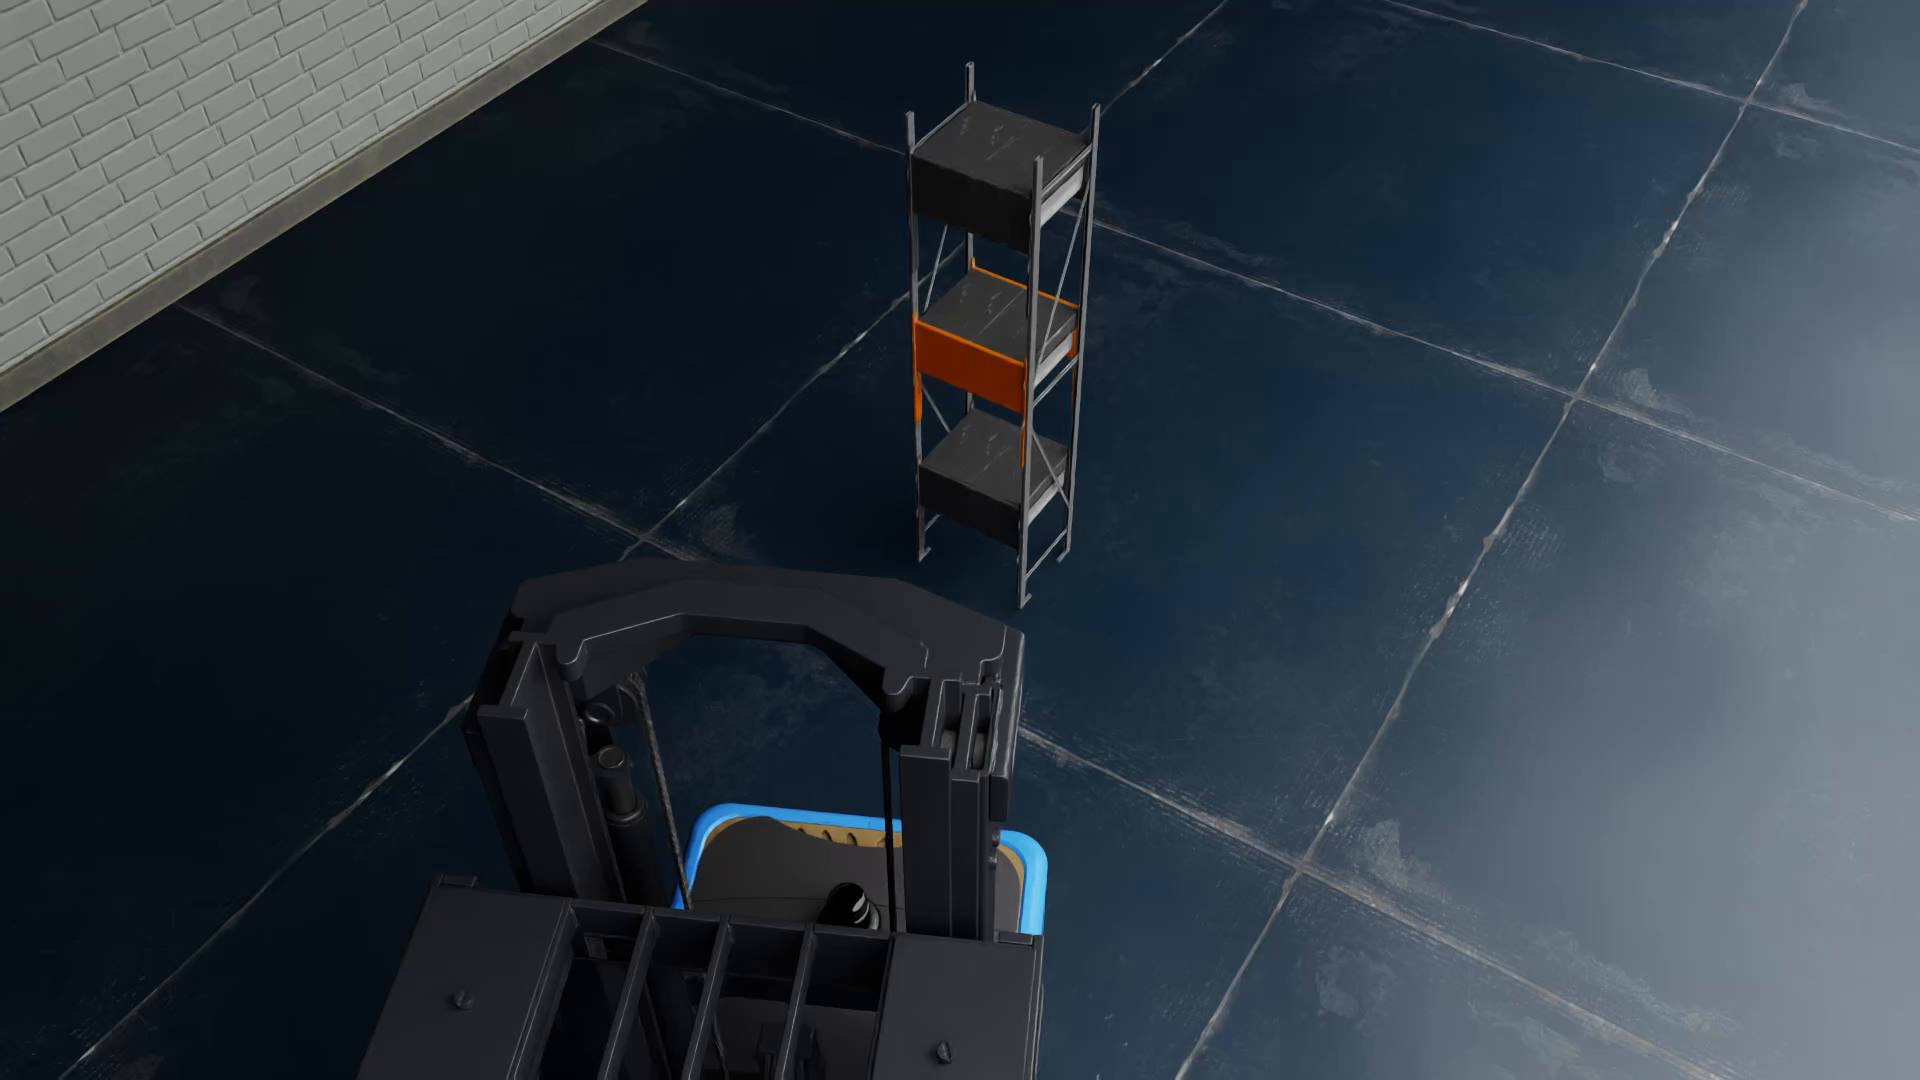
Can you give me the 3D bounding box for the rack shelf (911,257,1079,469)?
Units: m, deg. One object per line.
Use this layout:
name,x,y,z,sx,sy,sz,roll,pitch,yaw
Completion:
rack shelf,0.139,-0.658,6.166,0.480,0.518,0.431,25,51,22

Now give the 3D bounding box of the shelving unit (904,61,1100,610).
shelving unit,0.139,-0.668,6.157,0.503,2.100,0.431,25,51,22

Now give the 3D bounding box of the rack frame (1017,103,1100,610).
rack frame,0.345,-0.573,6.065,0.015,2.100,0.400,25,51,22

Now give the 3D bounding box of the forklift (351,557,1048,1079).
forklift,-0.428,1.564,3.408,1.130,2.935,3.031,5,46,5

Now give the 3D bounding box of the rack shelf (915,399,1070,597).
rack shelf,0.139,-0.170,6.668,0.480,0.518,0.431,25,51,22

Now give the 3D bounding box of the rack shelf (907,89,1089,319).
rack shelf,0.139,-1.146,5.664,0.480,0.518,0.431,25,51,22

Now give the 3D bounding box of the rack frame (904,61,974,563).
rack frame,-0.066,-0.762,6.248,0.015,2.100,0.400,25,51,22
